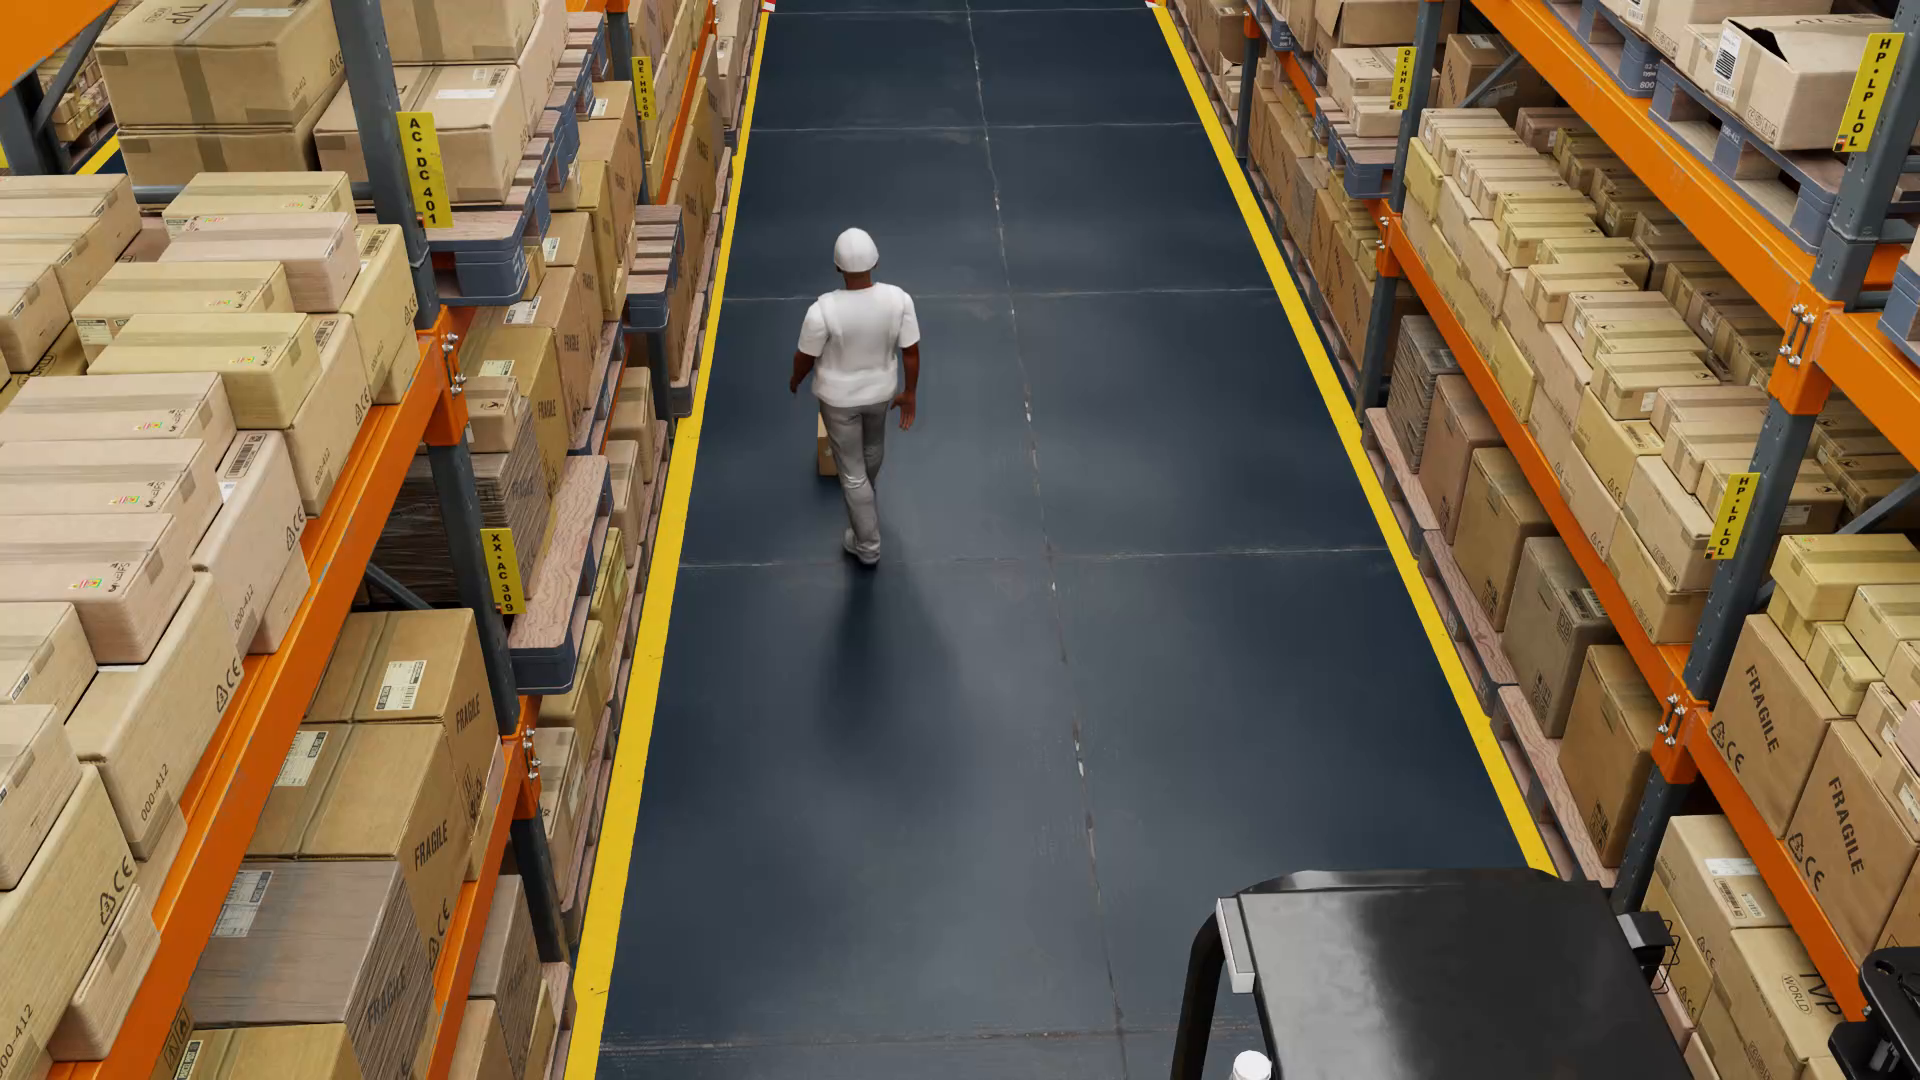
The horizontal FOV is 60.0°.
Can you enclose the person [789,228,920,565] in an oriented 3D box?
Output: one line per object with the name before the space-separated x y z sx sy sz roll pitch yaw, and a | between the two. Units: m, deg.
person | -0.566 -0.808 8.295 0.574 1.728 0.872 -16 38 -21
